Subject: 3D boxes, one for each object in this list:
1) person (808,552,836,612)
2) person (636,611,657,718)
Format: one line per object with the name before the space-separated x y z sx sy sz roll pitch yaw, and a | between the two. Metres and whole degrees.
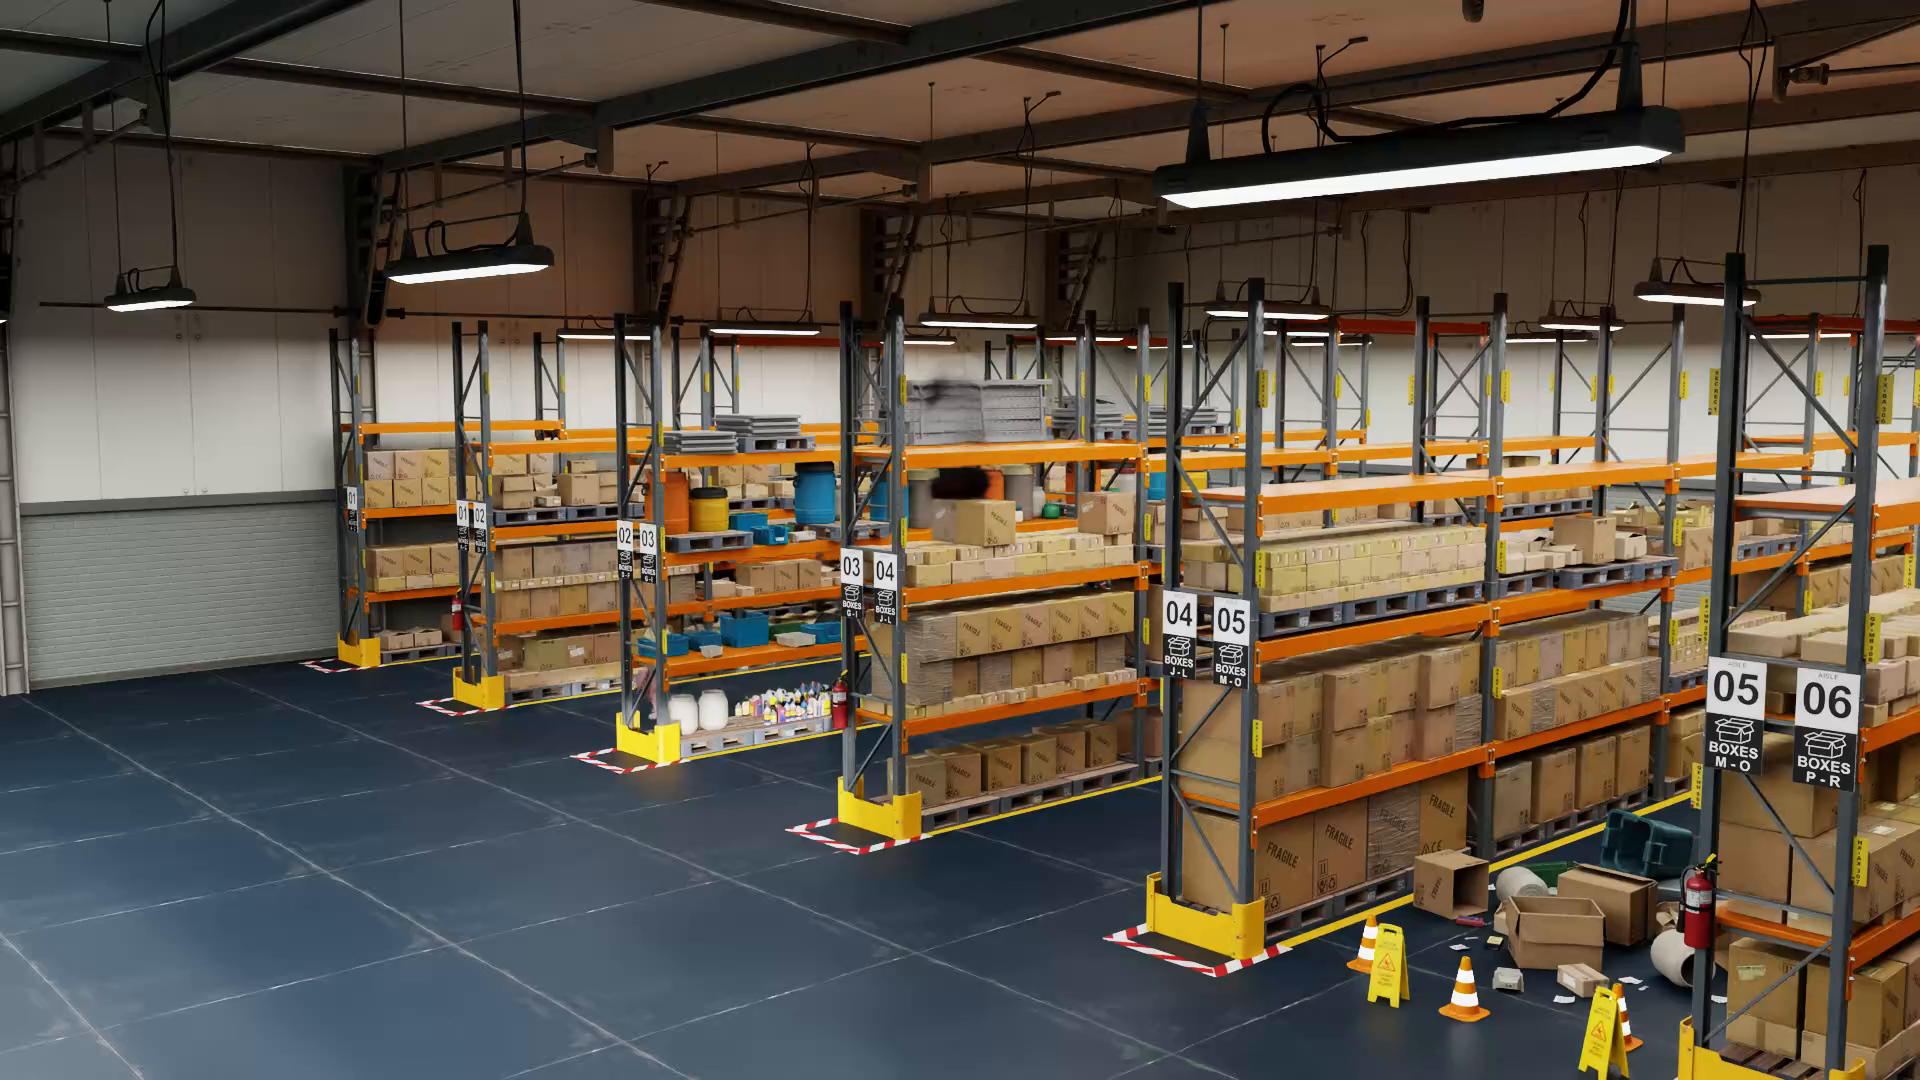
person | -2.810 1.032 32.957 0.695 1.776 0.896 4 7 34
person | -4.629 1.880 25.022 0.566 1.637 0.541 6 8 45
